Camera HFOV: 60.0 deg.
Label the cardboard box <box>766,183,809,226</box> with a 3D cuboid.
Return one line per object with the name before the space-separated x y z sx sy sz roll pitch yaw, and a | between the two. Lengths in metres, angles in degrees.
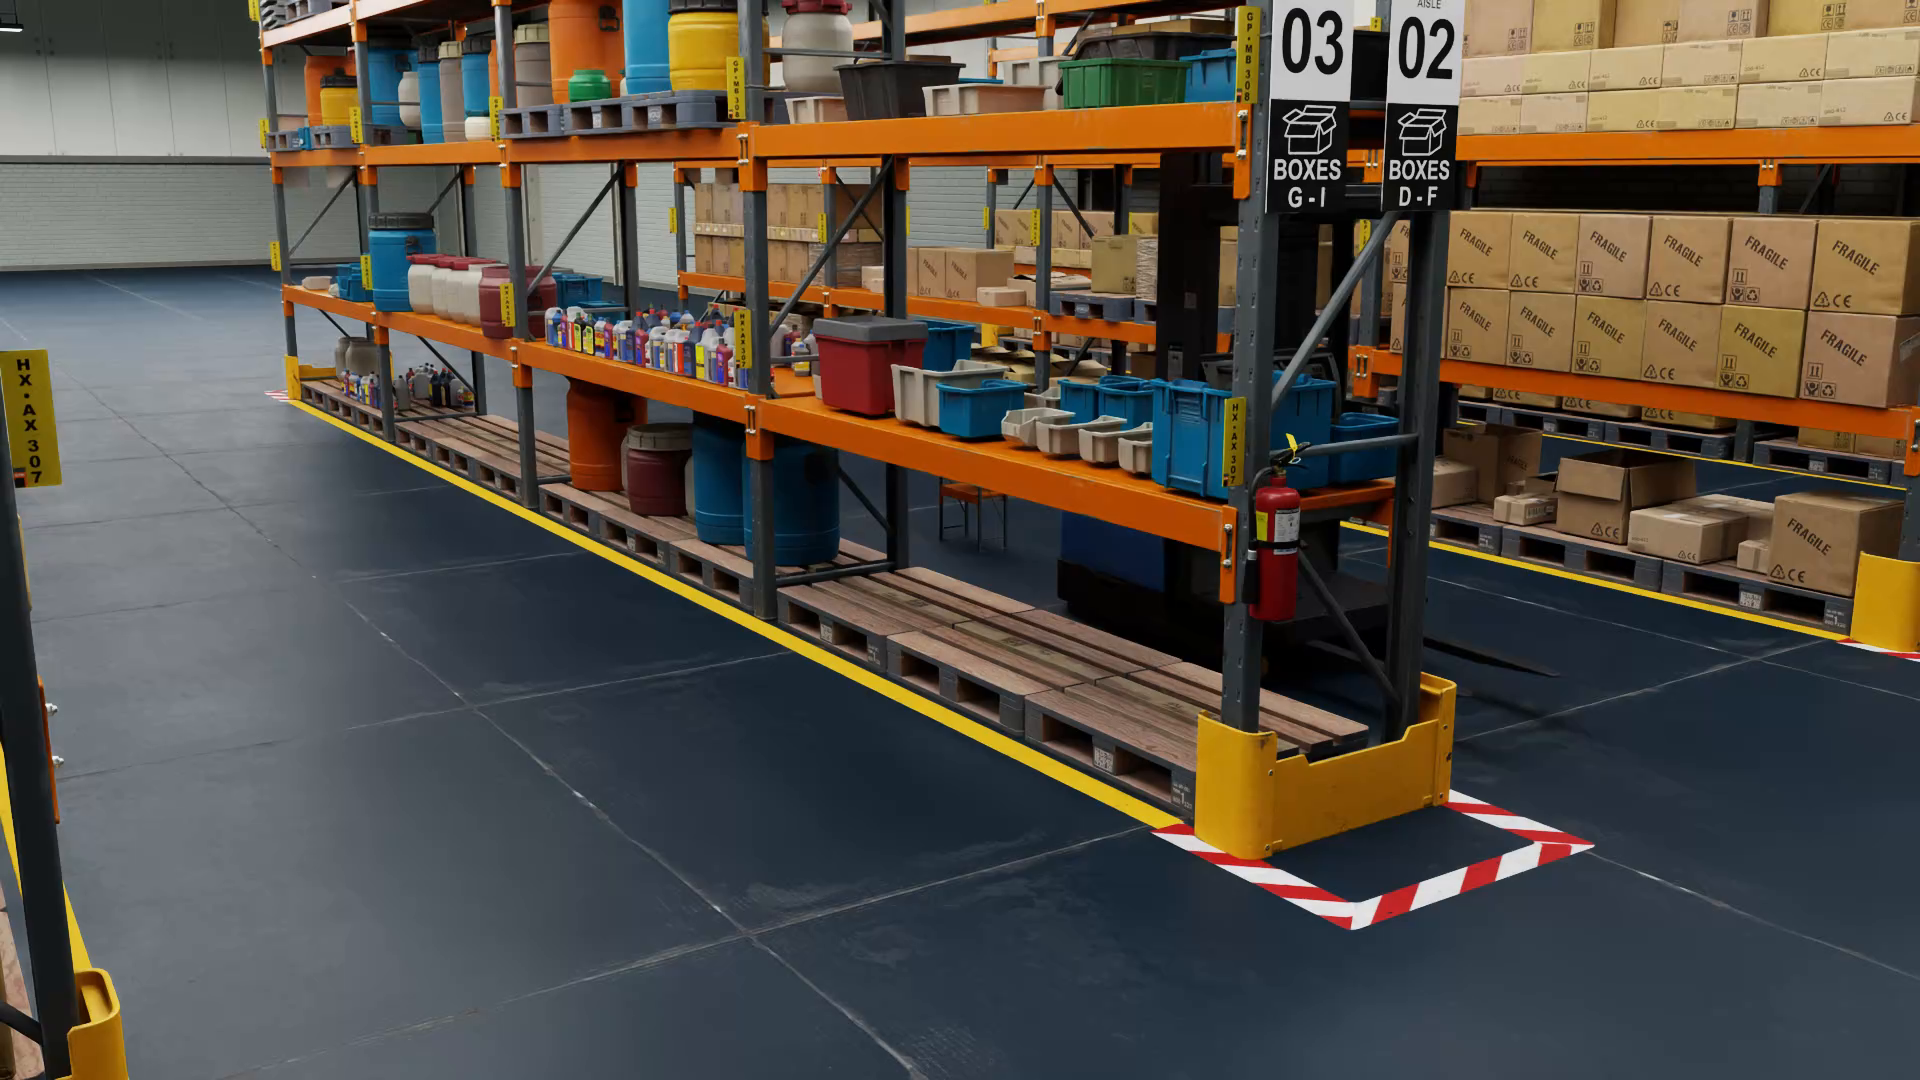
cardboard box | -2.153 -4.096 20.299 0.700 0.500 0.500 -8 15 -33

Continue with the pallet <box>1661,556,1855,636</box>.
pallet | 5.096 0.274 10.114 1.003 0.211 1.213 -8 15 -33

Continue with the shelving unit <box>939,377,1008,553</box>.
shelving unit | 0.092 -0.557 11.599 0.258 1.200 0.503 -8 15 -33

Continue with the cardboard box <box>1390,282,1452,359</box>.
cardboard box | 3.420 -1.570 11.787 0.500 0.500 0.500 -8 14 -31

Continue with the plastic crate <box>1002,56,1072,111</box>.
plastic crate | 0.484 -2.186 8.091 0.437 0.282 0.530 -8 15 -33

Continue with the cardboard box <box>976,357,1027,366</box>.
cardboard box | 0.359 -1.647 16.514 0.500 0.311 0.500 -8 15 -34

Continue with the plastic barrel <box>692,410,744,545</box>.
plastic barrel | -1.441 -0.464 10.889 0.600 0.901 0.708 -8 15 -33

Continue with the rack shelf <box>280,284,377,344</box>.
rack shelf | -6.302 -2.486 17.891 1.077 0.370 4.000 -8 15 -33

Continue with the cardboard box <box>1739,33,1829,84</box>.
cardboard box | 4.806 -2.719 9.435 0.500 0.250 0.500 -8 15 -33

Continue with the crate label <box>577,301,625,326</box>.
crate label | -2.899 -1.808 13.498 0.303 0.233 0.416 -8 15 -33

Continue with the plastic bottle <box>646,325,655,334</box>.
plastic bottle | -2.044 -1.296 11.067 0.097 0.271 0.097 0 12 0

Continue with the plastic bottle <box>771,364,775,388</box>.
plastic bottle | -1.155 -1.012 9.931 0.097 0.201 0.097 0 12 0

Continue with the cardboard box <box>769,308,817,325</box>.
cardboard box | -2.055 -2.531 20.111 0.500 0.500 0.500 -8 15 -33

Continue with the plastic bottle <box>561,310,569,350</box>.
plastic bottle | -2.863 -1.534 12.129 0.061 0.283 0.133 -8 15 -33

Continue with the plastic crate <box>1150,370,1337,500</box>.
plastic crate | 1.114 -0.431 6.590 0.616 0.435 0.499 -8 15 -33

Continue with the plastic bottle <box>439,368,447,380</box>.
plastic bottle | -5.400 -1.629 17.459 0.144 0.351 0.185 -9 15 -35

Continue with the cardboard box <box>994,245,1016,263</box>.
cardboard box | 0.843 -4.178 24.249 0.500 0.250 0.500 -9 15 -34

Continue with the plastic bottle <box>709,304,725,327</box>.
plastic bottle | -1.712 -1.488 11.761 0.144 0.351 0.185 -8 15 -33

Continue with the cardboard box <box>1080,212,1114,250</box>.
cardboard box | 1.983 -4.183 22.519 0.500 0.500 0.500 -9 15 -34

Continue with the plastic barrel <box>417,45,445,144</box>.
plastic barrel | -4.731 -4.127 15.518 0.600 0.901 0.708 -8 15 -33

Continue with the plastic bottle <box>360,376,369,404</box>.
plastic bottle | -6.163 -1.567 17.353 0.152 0.276 0.135 -8 15 -32

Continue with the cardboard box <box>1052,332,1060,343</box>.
cardboard box | 1.462 -3.032 23.969 0.500 0.311 0.500 -7 14 -28

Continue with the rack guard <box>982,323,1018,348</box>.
rack guard | 0.880 -3.131 25.009 1.175 0.500 0.348 -8 15 -33

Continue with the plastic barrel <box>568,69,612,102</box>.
plastic barrel | -2.582 -3.149 11.600 0.294 0.245 0.294 0 12 0

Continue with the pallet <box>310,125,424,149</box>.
pallet | -5.675 -3.971 16.422 1.213 0.211 1.003 -8 15 -33

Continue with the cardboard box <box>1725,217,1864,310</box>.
cardboard box | 4.824 -1.607 9.613 0.500 0.500 0.500 -8 14 -31

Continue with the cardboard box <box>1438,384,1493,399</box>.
cardboard box | 5.568 -1.951 17.813 0.750 0.750 0.750 -8 15 -34

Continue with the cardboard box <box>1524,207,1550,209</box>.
cardboard box | 6.021 -3.371 17.521 0.500 0.250 0.500 -9 15 -35

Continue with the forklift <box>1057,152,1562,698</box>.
forklift | 1.784 -0.814 8.724 1.130 2.935 3.031 -8 14 -31

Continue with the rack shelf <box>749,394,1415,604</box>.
rack shelf | 0.347 -0.352 8.132 1.077 0.370 4.000 -8 15 -33

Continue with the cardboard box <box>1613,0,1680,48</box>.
cardboard box | 4.510 -3.300 10.336 0.700 0.500 0.500 -8 15 -33

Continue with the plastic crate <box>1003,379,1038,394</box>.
plastic crate | 0.082 -0.786 8.940 0.437 0.125 0.590 -8 15 -33

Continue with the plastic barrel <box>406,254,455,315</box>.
plastic barrel | -4.846 -2.352 15.277 0.433 0.535 0.433 0 12 0

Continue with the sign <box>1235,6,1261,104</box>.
sign | 1.006 -1.694 5.809 0.100 0.325 0.005 -8 15 -33

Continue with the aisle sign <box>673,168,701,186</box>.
aisle sign | -3.576 -5.024 21.729 0.394 0.787 0.004 -8 15 -33

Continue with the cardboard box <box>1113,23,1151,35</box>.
cardboard box | 1.667 -4.189 14.402 0.500 0.500 0.500 -8 15 -33

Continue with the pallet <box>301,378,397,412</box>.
pallet | -6.883 -1.678 19.039 1.003 0.211 1.213 -8 15 -33

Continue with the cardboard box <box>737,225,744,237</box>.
cardboard box | -2.531 -3.820 20.557 0.380 0.149 0.250 -8 15 -33

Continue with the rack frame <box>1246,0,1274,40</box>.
rack frame | 1.455 -3.278 5.788 1.000 3.000 0.127 -8 15 -33

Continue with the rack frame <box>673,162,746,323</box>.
rack frame | -3.284 -3.779 22.119 1.000 3.000 0.127 -8 15 -33

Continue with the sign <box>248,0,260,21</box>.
sign | -7.870 -5.957 18.528 0.100 0.325 0.005 -8 15 -33

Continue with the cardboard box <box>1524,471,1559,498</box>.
cardboard box | 4.332 -0.345 11.680 0.500 0.311 0.500 -8 15 -33

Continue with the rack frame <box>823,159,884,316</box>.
rack frame | -1.068 -3.067 18.866 1.000 3.000 0.127 -8 15 -33

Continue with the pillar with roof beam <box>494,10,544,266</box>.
pillar with roof beam | -14.936 -11.033 41.250 9.100 9.000 0.548 -8 15 -33

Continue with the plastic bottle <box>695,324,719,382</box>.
plastic bottle | -1.543 -1.159 10.258 0.144 0.351 0.185 -8 15 -33

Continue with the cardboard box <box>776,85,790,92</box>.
cardboard box | -1.876 -5.164 19.882 0.797 0.503 0.637 -6 14 -27

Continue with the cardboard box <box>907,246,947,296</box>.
cardboard box | -0.364 -2.884 17.793 0.500 0.500 0.500 -7 14 -29

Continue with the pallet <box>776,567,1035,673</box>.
pallet | -0.322 0.430 9.403 1.003 0.211 1.213 -8 15 -33

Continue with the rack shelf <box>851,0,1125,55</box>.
rack shelf | 0.040 -5.095 16.718 1.077 0.370 4.000 -8 15 -33

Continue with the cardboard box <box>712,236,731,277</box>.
cardboard box | -2.741 -3.650 21.297 0.700 0.500 0.500 -8 14 -31

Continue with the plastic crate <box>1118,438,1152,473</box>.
plastic crate | 0.852 -0.371 7.016 0.396 0.136 0.243 -8 15 -33

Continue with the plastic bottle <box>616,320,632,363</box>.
plastic bottle | -2.239 -1.348 11.293 0.152 0.276 0.135 -8 15 -33

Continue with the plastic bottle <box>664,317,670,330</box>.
plastic bottle | -2.168 -1.571 12.488 0.097 0.201 0.097 0 12 0

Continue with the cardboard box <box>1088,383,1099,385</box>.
cardboard box | 1.457 -1.142 14.885 0.500 0.500 0.500 -9 15 -35

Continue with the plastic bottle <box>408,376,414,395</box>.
plastic bottle | -5.927 -1.675 18.021 0.097 0.201 0.097 0 12 0
